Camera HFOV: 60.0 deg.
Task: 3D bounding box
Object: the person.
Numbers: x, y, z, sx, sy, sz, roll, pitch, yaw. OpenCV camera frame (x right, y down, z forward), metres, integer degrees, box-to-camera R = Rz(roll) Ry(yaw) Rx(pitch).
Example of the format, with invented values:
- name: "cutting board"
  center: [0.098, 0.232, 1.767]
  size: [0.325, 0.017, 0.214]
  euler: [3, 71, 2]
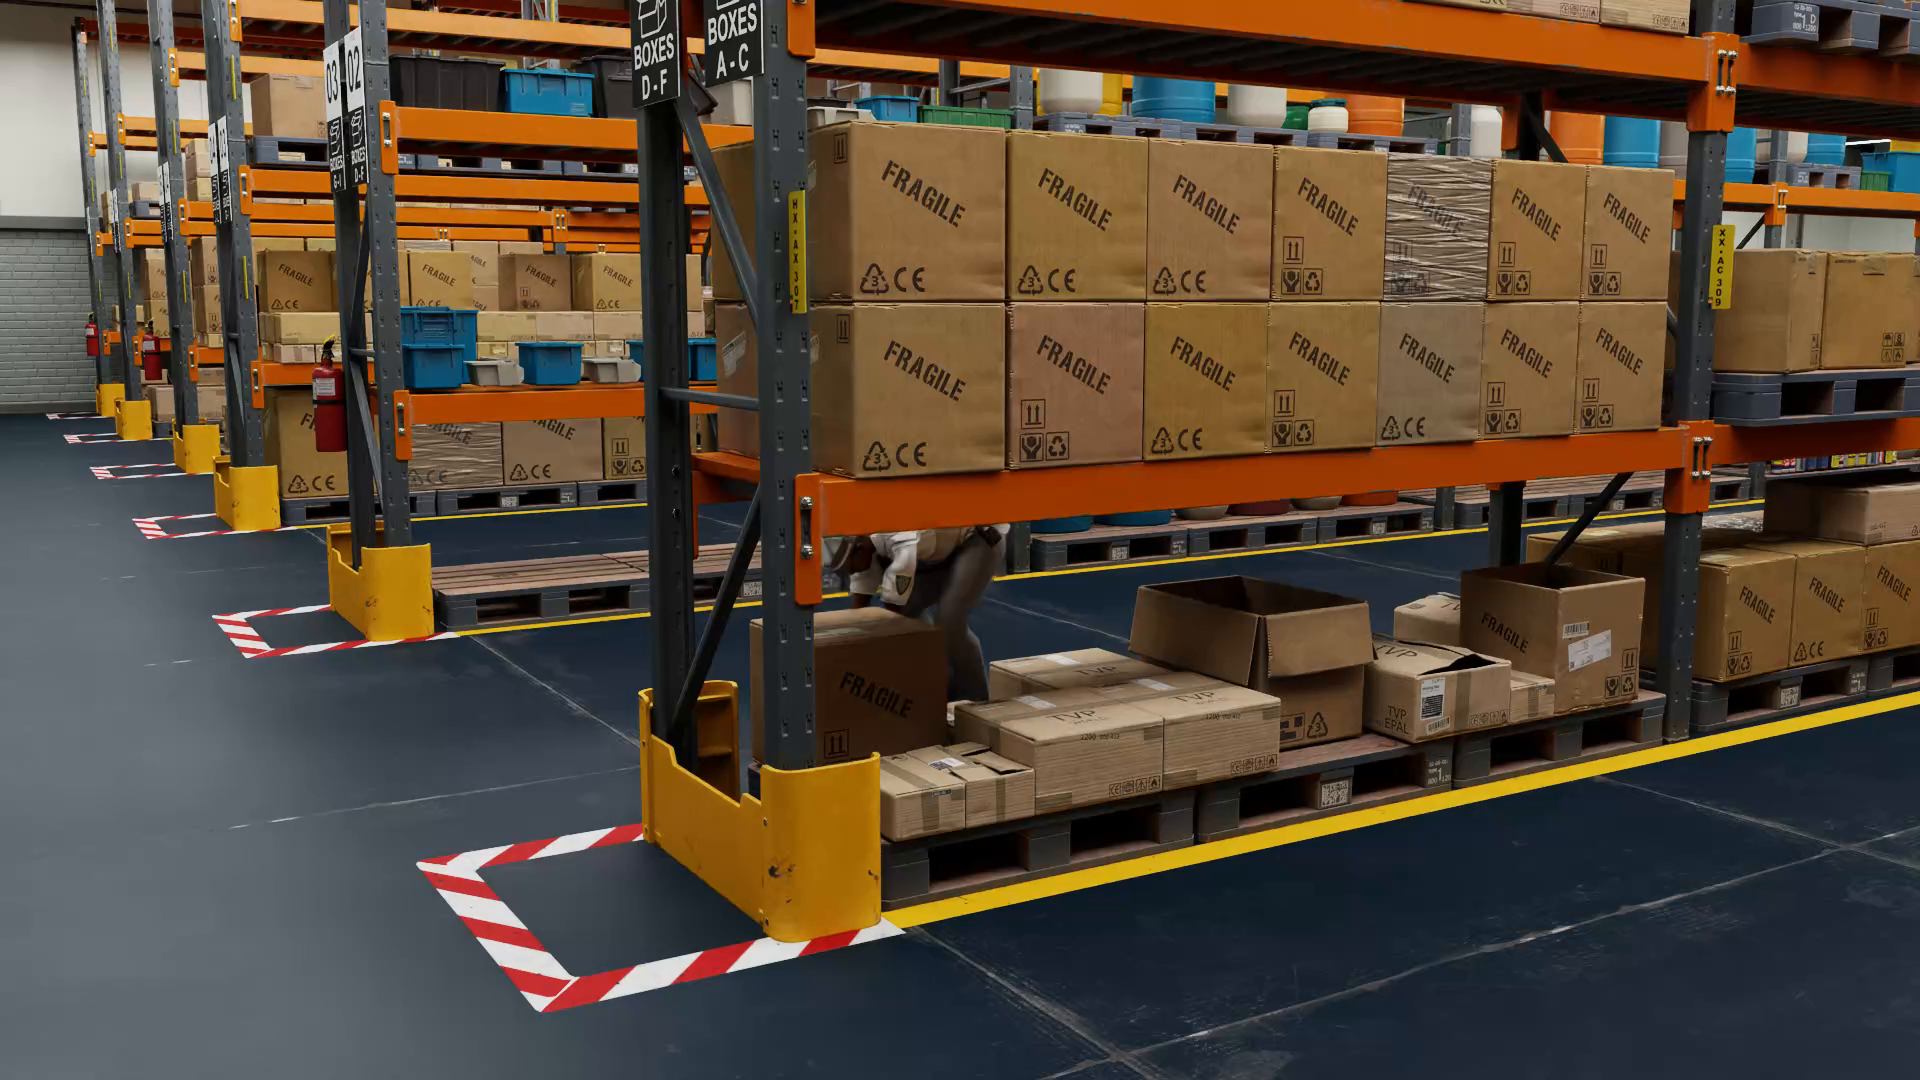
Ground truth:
- name: "person"
  center: [-0.218, 0.289, 7.161]
  size: [0.932, 1.000, 0.449]
  euler: [-5, 10, -33]
